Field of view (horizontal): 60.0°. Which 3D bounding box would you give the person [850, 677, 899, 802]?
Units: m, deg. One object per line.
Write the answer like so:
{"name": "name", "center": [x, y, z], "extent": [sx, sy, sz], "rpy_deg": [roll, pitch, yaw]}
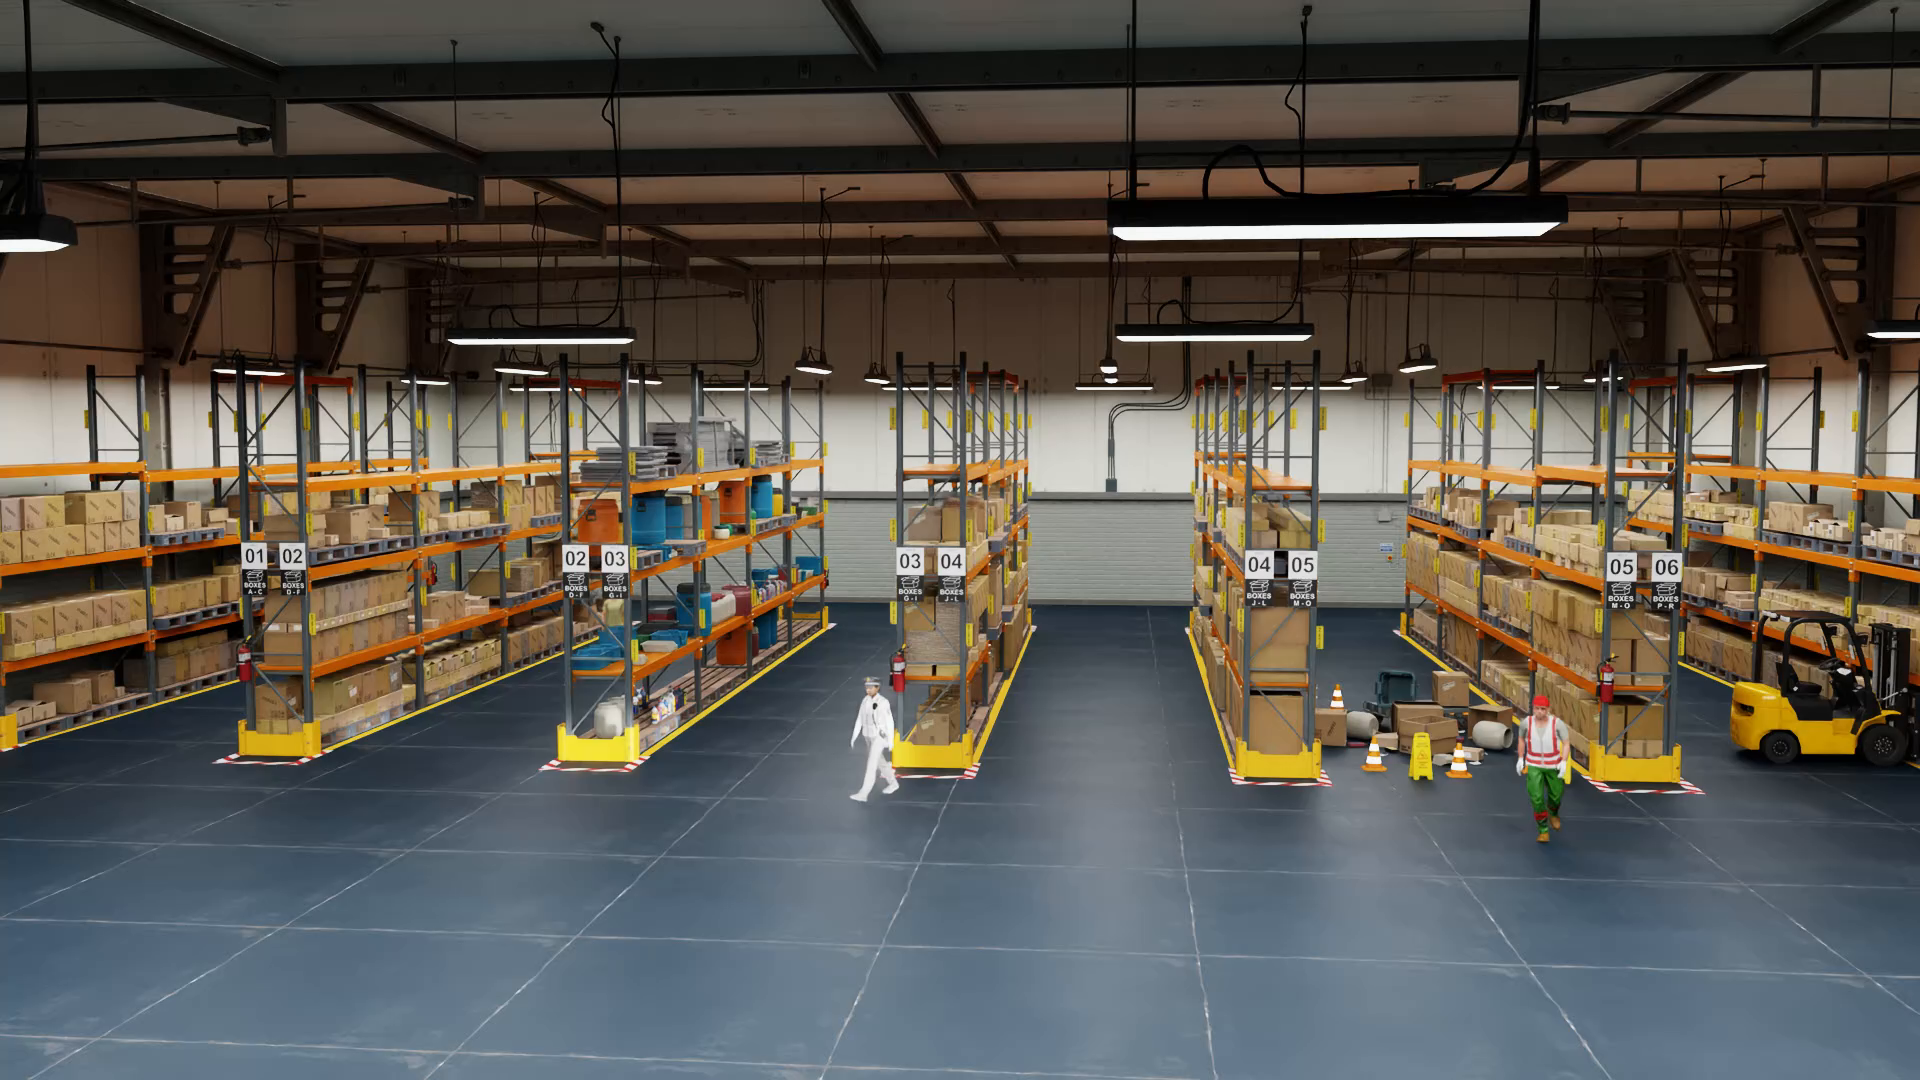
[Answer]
{"name": "person", "center": [-1.162, 2.610, 22.021], "extent": [1.032, 1.616, 0.516], "rpy_deg": [-4, 5, -41]}

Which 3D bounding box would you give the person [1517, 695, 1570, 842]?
{"name": "person", "center": [7.022, 2.706, 20.025], "extent": [0.604, 1.757, 0.738], "rpy_deg": [2, 4, 21]}

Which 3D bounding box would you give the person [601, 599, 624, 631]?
{"name": "person", "center": [-7.127, 1.759, 34.145], "extent": [0.445, 1.612, 1.082], "rpy_deg": [0, 4, 2]}

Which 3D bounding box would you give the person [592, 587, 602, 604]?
{"name": "person", "center": [-9.223, 1.102, 42.275], "extent": [0.449, 1.766, 0.606], "rpy_deg": [1, 4, 7]}
